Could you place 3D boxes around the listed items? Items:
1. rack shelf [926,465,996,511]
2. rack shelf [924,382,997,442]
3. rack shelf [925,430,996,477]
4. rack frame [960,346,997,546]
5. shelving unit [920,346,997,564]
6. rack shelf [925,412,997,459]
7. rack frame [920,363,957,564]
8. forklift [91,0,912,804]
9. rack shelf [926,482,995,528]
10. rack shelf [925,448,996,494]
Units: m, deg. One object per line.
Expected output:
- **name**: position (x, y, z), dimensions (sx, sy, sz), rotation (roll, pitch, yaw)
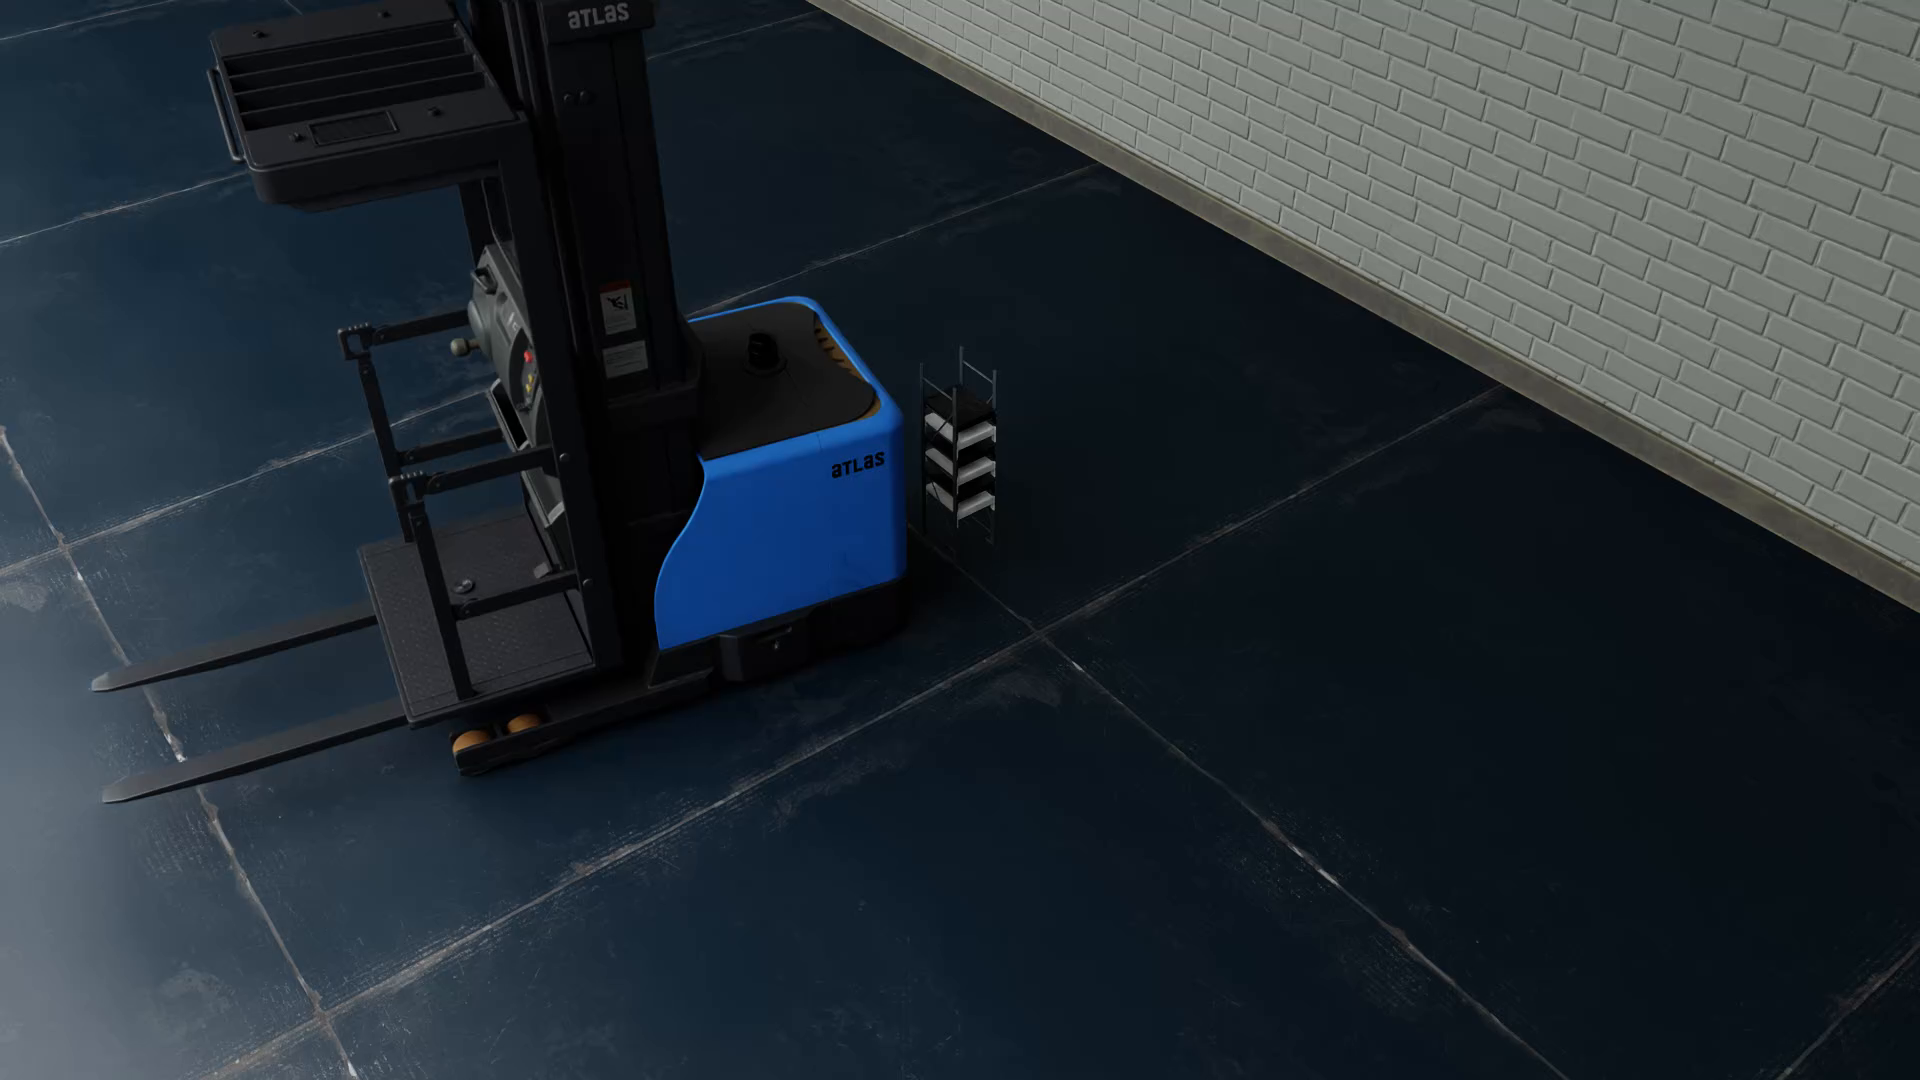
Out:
- **rack shelf**: position (-0.006, -0.249, 7.039), dimensions (0.200, 0.077, 0.258), rotation (-26, 46, -28)
- **rack shelf**: position (-0.006, -0.528, 6.811), dimensions (0.200, 0.077, 0.258), rotation (-26, 46, -28)
- **rack shelf**: position (-0.006, -0.389, 6.925), dimensions (0.200, 0.077, 0.258), rotation (-26, 46, -28)
- **rack frame**: position (0.074, -0.384, 7.009), dimensions (0.006, 0.900, 0.240), rotation (-26, 46, -28)
- **shelving unit**: position (-0.006, -0.345, 6.961), dimensions (0.210, 0.900, 0.258), rotation (-26, 46, -28)
- **rack shelf**: position (-0.006, -0.458, 6.868), dimensions (0.200, 0.077, 0.258), rotation (-26, 46, -28)
- **rack frame**: position (-0.087, -0.305, 6.913), dimensions (0.006, 0.900, 0.240), rotation (-26, 46, -28)
- **forklift**: position (-1.754, -0.647, 5.727), dimensions (3.031, 2.935, 1.130), rotation (-17, 42, -19)
- **rack shelf**: position (-0.006, -0.180, 7.096), dimensions (0.200, 0.077, 0.258), rotation (-26, 46, -28)
- **rack shelf**: position (-0.006, -0.319, 6.982), dimensions (0.200, 0.077, 0.258), rotation (-26, 46, -28)
